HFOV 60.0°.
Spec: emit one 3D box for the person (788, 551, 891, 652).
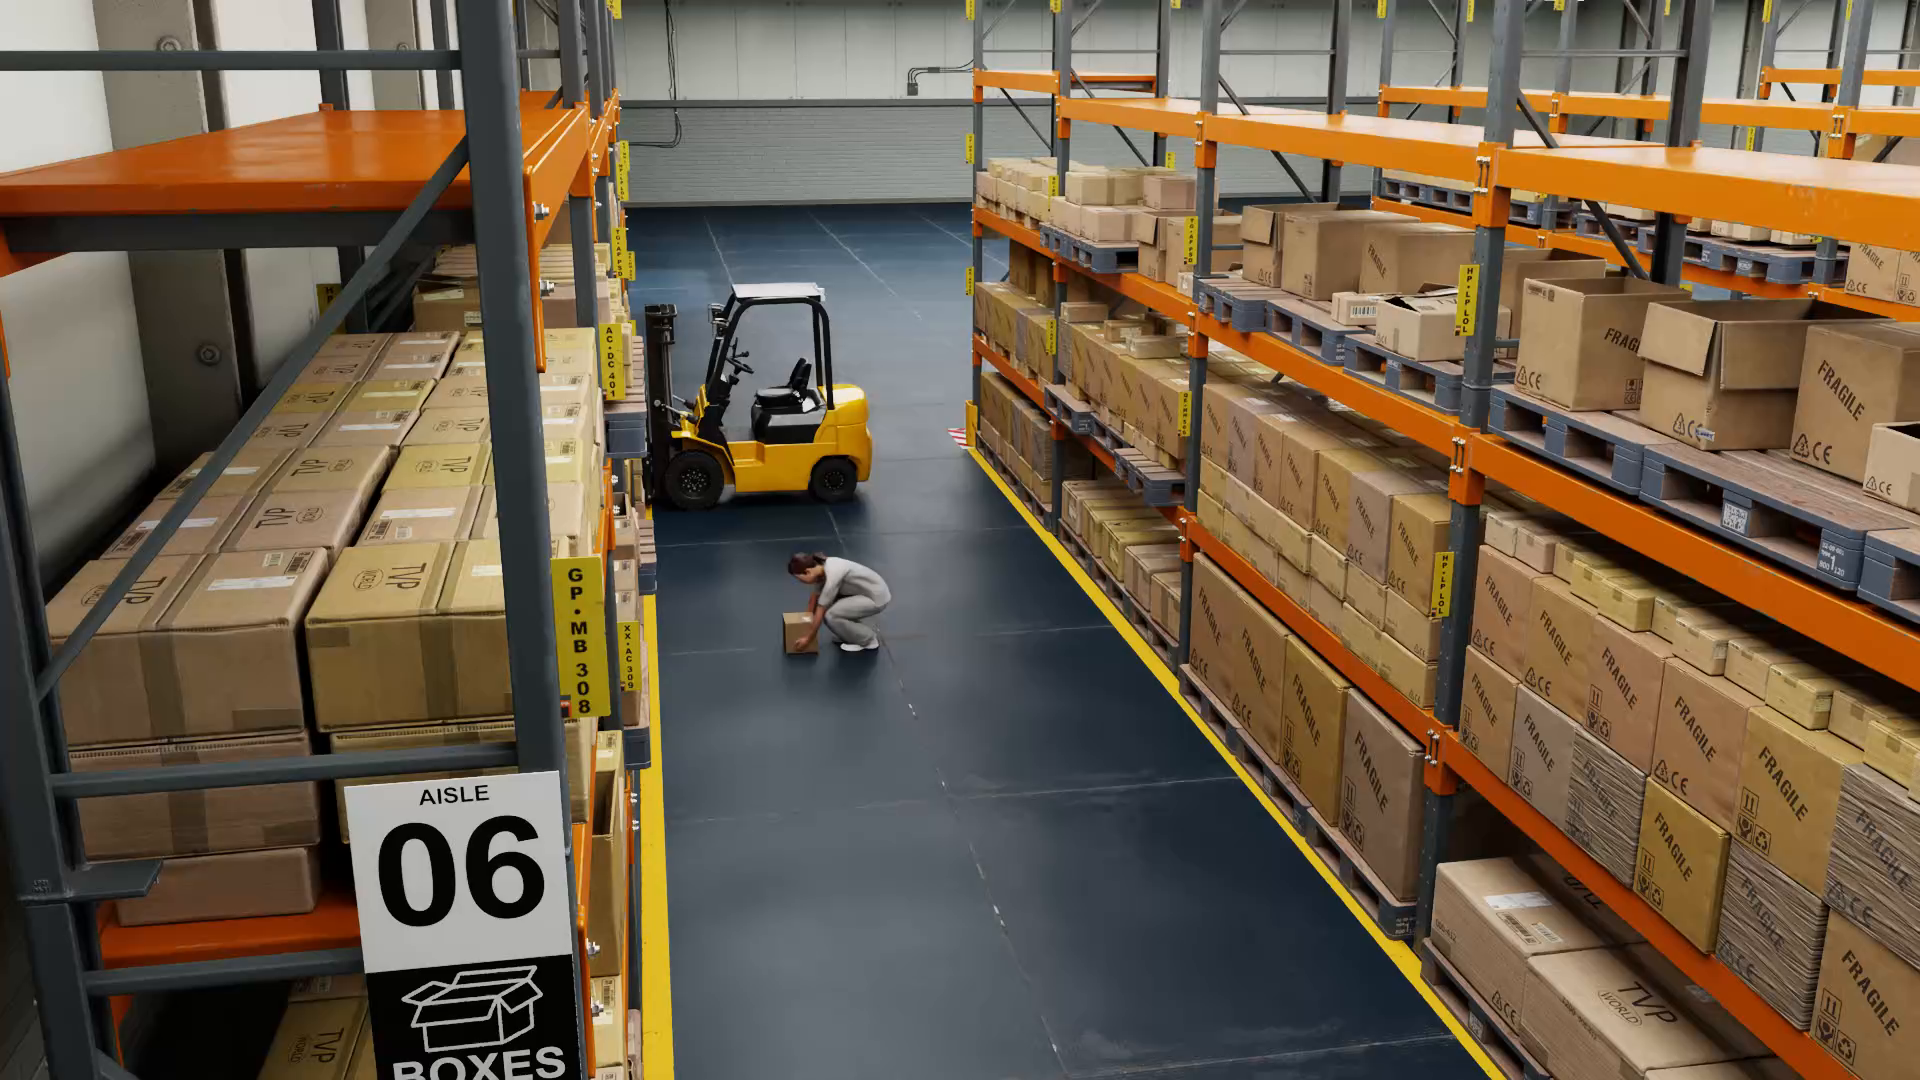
[{"bbox_3d":[-0.944,0.458,13.047,0.803,0.807,0.470,-3,17,-10],"label":"person"}]
